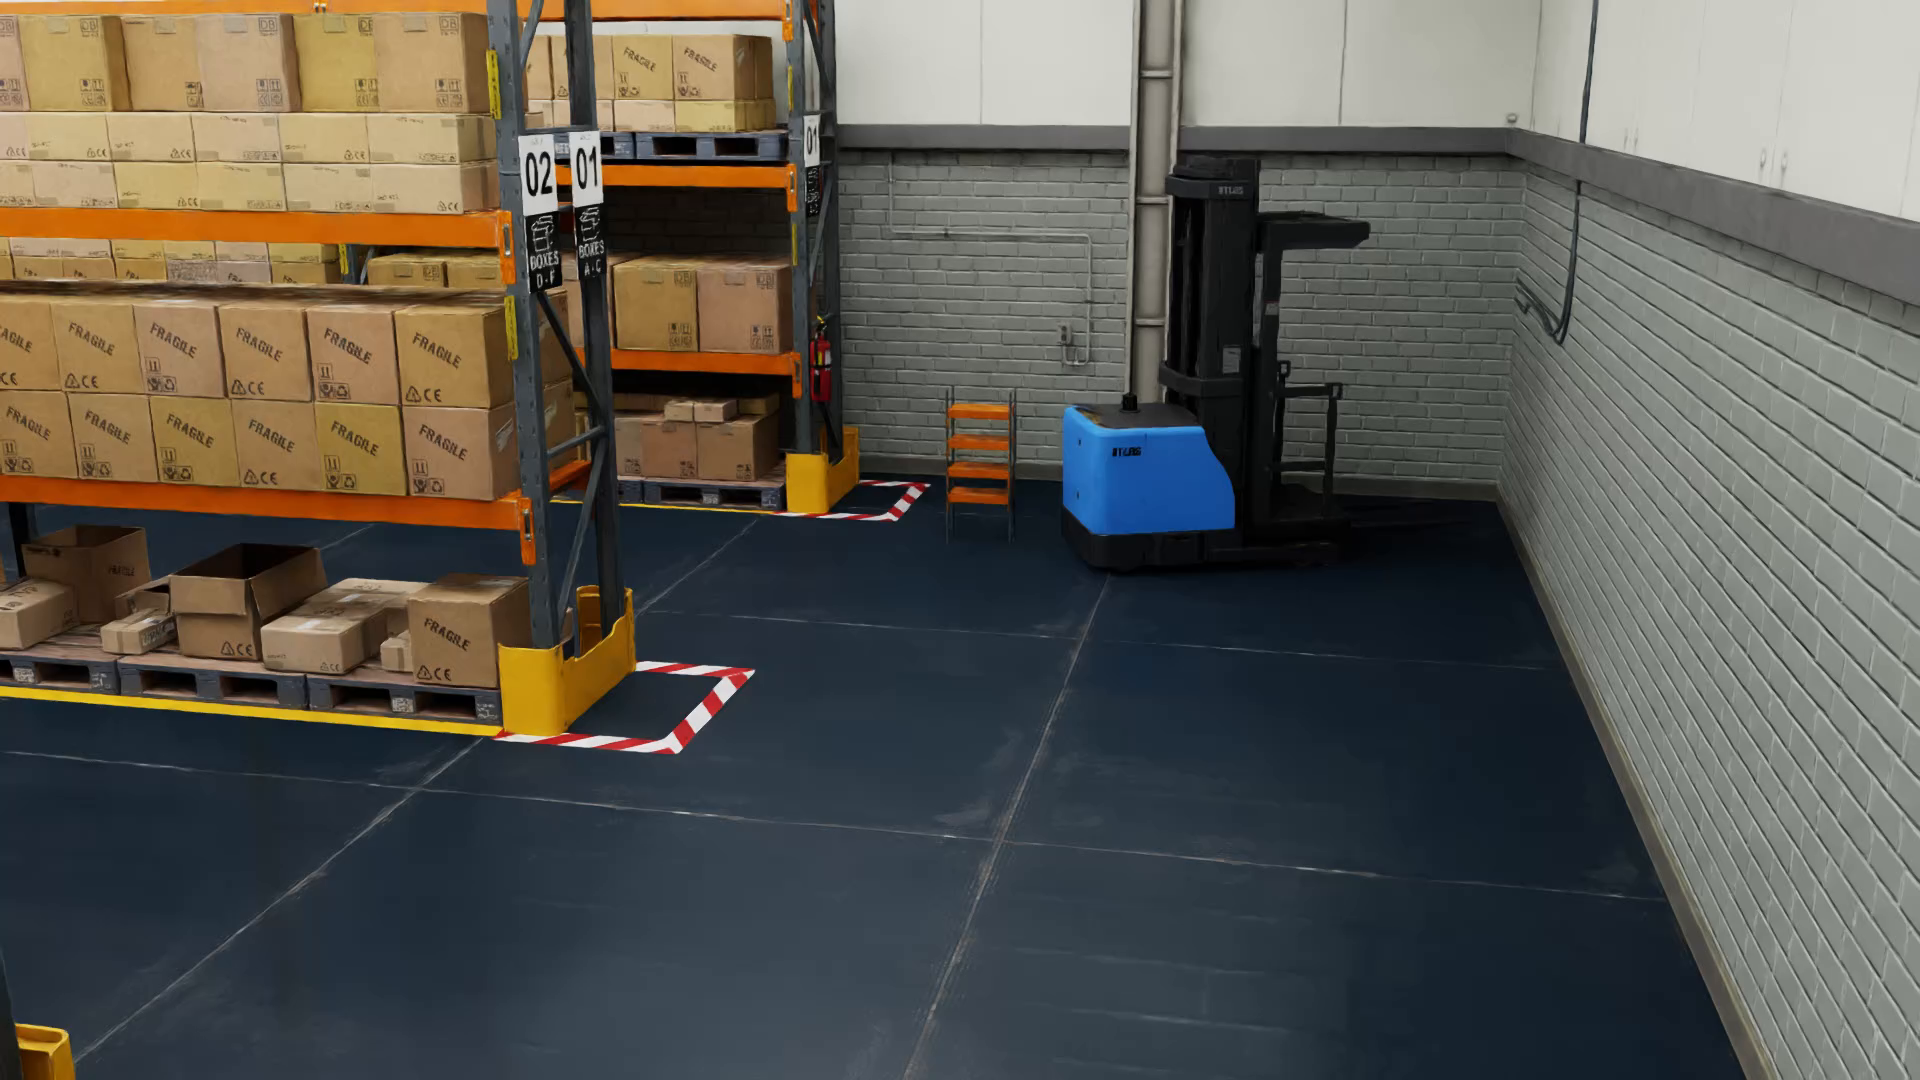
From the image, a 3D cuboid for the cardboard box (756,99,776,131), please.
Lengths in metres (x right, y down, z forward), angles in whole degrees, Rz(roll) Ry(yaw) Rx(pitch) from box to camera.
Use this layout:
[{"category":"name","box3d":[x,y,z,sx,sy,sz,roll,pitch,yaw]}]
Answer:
[{"category":"cardboard box","box3d":[-1.858,-3.547,13.865,0.500,0.250,0.500,4,16,14]}]

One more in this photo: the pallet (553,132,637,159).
[{"category":"pallet","box3d":[-3.120,-3.324,13.919,1.213,0.211,1.003,3,16,11]}]

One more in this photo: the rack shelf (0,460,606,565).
[{"category":"rack shelf","box3d":[-4.135,-0.283,9.744,4.000,0.370,1.077,3,16,11]}]

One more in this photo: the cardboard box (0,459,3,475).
[{"category":"cardboard box","box3d":[-5.650,-0.686,9.663,0.500,0.500,0.500,4,16,13]}]

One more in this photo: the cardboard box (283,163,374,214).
[{"category":"cardboard box","box3d":[-3.219,-1.885,8.839,0.500,0.250,0.500,3,16,11]}]

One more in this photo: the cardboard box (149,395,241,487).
[{"category":"cardboard box","box3d":[-4.159,-0.606,9.374,0.500,0.500,0.500,3,16,10]}]

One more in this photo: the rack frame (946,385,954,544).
[{"category":"rack frame","box3d":[-0.077,-0.582,12.847,0.015,1.200,0.240,3,16,11]}]

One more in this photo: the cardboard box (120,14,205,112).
[{"category":"cardboard box","box3d":[-4.138,-2.621,9.155,0.500,0.500,0.700,3,16,11]}]

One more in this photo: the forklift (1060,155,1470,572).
[{"category":"forklift","box3d":[2.345,-1.354,12.390,3.031,2.935,1.130,-3,16,-11]}]

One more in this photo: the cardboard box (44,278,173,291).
[{"category":"cardboard box","box3d":[-5.045,-1.281,9.937,0.500,0.500,0.500,3,16,10]}]

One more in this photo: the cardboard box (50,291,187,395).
[{"category":"cardboard box","box3d":[-4.680,-1.113,9.331,0.500,0.500,0.500,3,16,9]}]

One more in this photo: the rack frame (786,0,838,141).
[{"category":"rack frame","box3d":[-1.192,-4.711,13.142,0.127,3.000,1.000,3,16,11]}]

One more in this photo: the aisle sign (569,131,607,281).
[{"category":"aisle sign","box3d":[-2.050,-1.850,9.181,0.004,0.787,0.394,3,16,11]}]

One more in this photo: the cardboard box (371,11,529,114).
[{"category":"cardboard box","box3d":[-2.682,-2.522,8.800,0.500,0.500,0.700,3,16,11]}]

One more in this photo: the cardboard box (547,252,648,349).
[{"category":"cardboard box","box3d":[-3.154,-2.068,14.275,0.700,0.700,0.980,2,16,8]}]

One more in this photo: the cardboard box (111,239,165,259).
[{"category":"cardboard box","box3d":[-7.119,-2.637,14.706,0.500,0.250,0.500,3,16,10]}]

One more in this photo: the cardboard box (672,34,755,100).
[{"category":"cardboard box","box3d":[-1.963,-3.773,13.276,0.500,0.500,0.500,3,16,11]}]

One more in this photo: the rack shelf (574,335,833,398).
[{"category":"rack shelf","box3d":[-3.152,-1.580,14.423,4.000,0.370,1.077,3,16,11]}]

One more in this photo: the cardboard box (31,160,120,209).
[{"category":"cardboard box","box3d":[-4.689,-1.965,9.127,0.500,0.250,0.500,3,16,11]}]

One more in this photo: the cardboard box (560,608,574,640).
[{"category":"cardboard box","box3d":[-2.517,0.526,9.991,0.250,0.149,0.380,3,16,11]}]

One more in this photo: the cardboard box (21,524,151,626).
[{"category":"cardboard box","box3d":[-5.480,0.212,10.465,0.500,0.500,0.500,3,16,11]}]

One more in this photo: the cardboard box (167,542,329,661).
[{"category":"cardboard box","box3d":[-4.253,0.353,9.951,0.637,0.503,0.797,3,16,11]}]

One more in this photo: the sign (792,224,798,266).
[{"category":"sign","box3d":[-1.313,-2.351,13.247,0.005,0.325,0.100,3,16,11]}]

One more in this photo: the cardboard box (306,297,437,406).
[{"category":"cardboard box","box3d":[-3.161,-1.032,9.039,0.500,0.500,0.500,4,16,13]}]

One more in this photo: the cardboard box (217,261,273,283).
[{"category":"cardboard box","box3d":[-6.116,-2.217,14.594,0.500,0.500,0.500,3,16,12]}]

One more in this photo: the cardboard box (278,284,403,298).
[{"category":"cardboard box","box3d":[-3.560,-1.200,9.645,0.500,0.500,0.500,3,16,12]}]

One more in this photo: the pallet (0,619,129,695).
[{"category":"pallet","box3d":[-5.422,0.644,10.271,1.213,0.211,1.003,3,16,11]}]

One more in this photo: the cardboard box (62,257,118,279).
[{"category":"cardboard box","box3d":[-7.609,-2.297,14.883,0.500,0.500,0.500,3,16,11]}]

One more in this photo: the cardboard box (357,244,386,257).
[{"category":"cardboard box","box3d":[-5.510,-2.688,14.889,0.500,0.250,0.500,4,16,13]}]

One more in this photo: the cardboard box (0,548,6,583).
[{"category":"cardboard box","box3d":[-6.520,0.167,10.630,0.500,0.500,0.500,2,16,9]}]

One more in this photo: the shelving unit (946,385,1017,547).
[{"category":"shelving unit","box3d":[0.162,-0.569,12.800,0.503,1.200,0.258,3,16,11]}]

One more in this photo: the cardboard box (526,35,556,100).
[{"category":"cardboard box","box3d":[-3.479,-3.856,13.577,0.500,0.500,0.500,3,16,11]}]

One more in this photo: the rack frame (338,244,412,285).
[{"category":"rack frame","box3d":[-5.111,-2.033,14.711,0.127,3.000,1.000,3,16,11]}]

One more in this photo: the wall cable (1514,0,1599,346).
[{"category":"wall cable","box3d":[4.280,-2.820,12.133,0.112,2.526,3.097,3,16,11]}]

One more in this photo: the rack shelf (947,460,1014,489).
[{"category":"rack shelf","box3d":[0.162,-0.505,12.818,0.480,0.148,0.258,3,16,11]}]

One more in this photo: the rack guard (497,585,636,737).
[{"category":"rack guard","box3d":[-2.250,0.677,9.612,0.348,0.500,1.175,3,16,11]}]

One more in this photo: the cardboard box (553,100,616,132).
[{"category":"cardboard box","box3d":[-2.983,-3.467,13.577,0.500,0.250,0.500,3,16,9]}]

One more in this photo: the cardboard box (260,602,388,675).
[{"category":"cardboard box","box3d":[-3.682,0.566,9.655,0.500,0.250,0.500,3,16,11]}]

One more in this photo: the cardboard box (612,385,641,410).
[{"category":"cardboard box","box3d":[-2.978,-1.254,14.580,0.250,0.149,0.380,3,16,12]}]

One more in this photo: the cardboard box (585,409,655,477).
[{"category":"cardboard box","box3d":[-2.881,-0.882,14.452,0.500,0.500,0.700,3,16,9]}]

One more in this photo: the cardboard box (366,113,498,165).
[{"category":"cardboard box","box3d":[-2.729,-2.099,8.675,0.500,0.250,0.500,3,16,11]}]

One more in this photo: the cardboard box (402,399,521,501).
[{"category":"cardboard box","box3d":[-2.668,-0.525,9.079,0.500,0.500,0.500,4,16,13]}]

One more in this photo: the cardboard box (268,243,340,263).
[{"category":"cardboard box","box3d":[-5.620,-2.553,14.403,0.500,0.250,0.500,4,16,12]}]

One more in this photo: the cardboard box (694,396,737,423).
[{"category":"cardboard box","box3d":[-2.060,-1.100,14.026,0.250,0.149,0.380,3,16,10]}]

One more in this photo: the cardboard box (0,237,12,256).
[{"category":"cardboard box","box3d":[-8.609,-2.715,14.987,0.500,0.250,0.500,3,16,12]}]

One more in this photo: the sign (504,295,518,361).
[{"category":"sign","box3d":[-2.305,-1.090,8.547,0.005,0.325,0.100,3,16,11]}]

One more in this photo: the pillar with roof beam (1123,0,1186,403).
[{"category":"pillar with roof beam","box3d":[0.769,-3.667,9.375,0.400,9.000,9.100,3,16,11]}]

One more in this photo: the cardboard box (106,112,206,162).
[{"category":"cardboard box","box3d":[-4.200,-2.178,8.960,0.500,0.250,0.500,3,16,11]}]

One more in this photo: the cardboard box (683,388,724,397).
[{"category":"cardboard box","box3d":[-2.232,-1.214,14.435,0.250,0.149,0.380,3,16,11]}]
